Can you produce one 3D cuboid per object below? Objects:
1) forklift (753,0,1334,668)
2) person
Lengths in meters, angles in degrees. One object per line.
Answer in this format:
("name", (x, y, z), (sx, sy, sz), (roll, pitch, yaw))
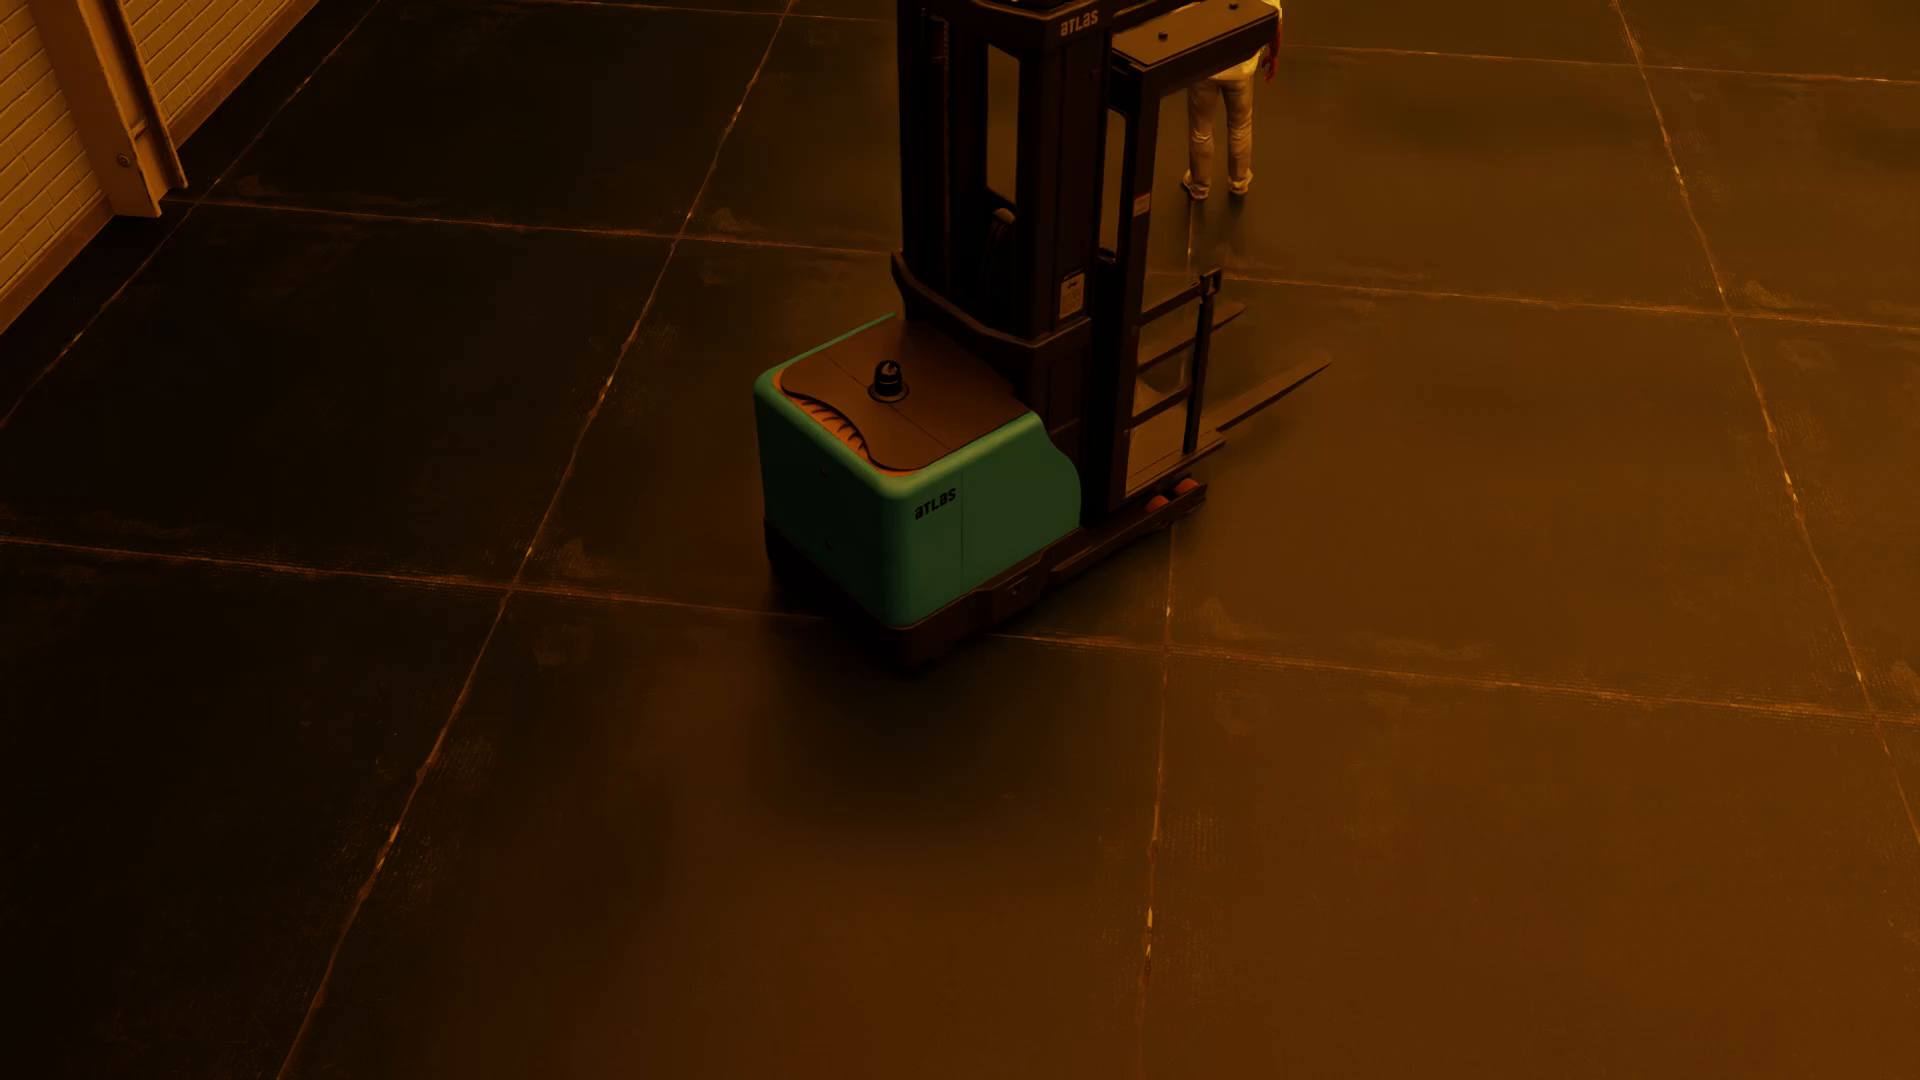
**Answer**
("forklift", (0.558, -1.372, 7.218), (3.031, 2.935, 1.130), (-30, 50, -28))
("person", (1.507, -2.787, 9.614), (0.664, 1.770, 0.549), (3, 43, 3))
